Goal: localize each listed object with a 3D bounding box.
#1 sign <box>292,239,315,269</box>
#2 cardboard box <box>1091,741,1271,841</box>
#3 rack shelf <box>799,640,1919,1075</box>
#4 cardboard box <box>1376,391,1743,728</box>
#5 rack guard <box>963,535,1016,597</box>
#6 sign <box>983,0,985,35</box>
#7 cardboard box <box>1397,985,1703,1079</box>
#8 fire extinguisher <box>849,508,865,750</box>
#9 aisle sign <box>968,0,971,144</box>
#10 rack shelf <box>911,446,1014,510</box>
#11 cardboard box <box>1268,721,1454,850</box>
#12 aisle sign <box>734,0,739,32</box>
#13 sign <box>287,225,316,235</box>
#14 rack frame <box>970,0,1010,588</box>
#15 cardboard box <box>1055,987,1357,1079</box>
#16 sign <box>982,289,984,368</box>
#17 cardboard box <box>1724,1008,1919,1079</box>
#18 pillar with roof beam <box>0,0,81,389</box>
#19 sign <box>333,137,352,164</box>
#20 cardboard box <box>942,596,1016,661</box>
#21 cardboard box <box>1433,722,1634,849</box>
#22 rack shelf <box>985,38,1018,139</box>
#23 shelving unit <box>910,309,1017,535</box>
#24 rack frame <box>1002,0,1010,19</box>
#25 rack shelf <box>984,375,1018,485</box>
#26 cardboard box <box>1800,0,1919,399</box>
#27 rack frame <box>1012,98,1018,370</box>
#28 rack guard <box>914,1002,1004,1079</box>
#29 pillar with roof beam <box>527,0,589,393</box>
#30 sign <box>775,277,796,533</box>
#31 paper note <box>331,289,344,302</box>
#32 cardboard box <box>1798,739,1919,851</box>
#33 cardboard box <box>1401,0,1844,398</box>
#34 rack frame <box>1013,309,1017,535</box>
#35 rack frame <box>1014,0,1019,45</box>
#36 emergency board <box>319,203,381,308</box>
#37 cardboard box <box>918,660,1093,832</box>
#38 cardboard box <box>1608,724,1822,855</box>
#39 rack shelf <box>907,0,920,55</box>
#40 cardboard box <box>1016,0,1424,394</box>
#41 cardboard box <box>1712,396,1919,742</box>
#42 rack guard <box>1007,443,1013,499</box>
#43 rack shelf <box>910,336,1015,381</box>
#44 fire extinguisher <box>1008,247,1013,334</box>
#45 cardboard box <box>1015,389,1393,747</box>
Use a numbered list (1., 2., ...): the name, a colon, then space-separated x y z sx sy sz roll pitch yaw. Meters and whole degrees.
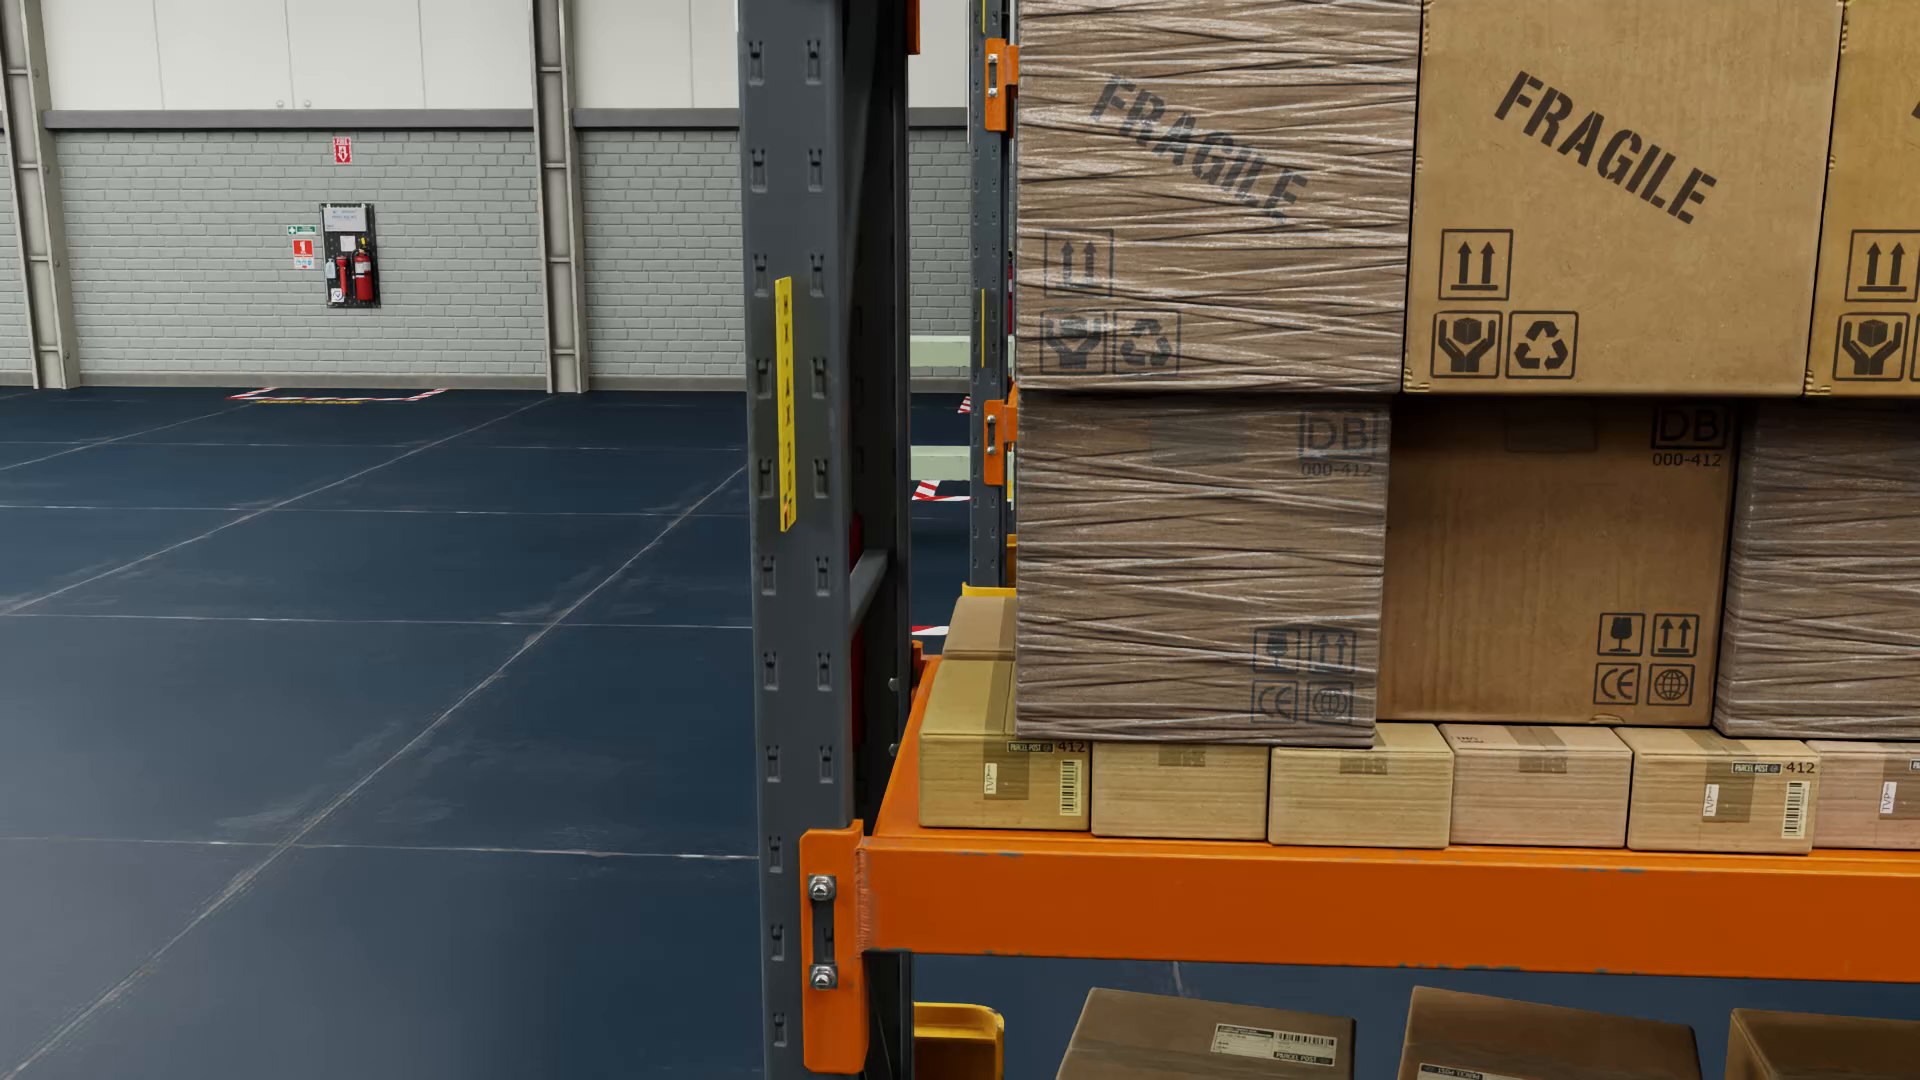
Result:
1. sign: -7.437 -3.238 18.836 0.234 0.329 0.001 1 12 4
2. cardboard box: 0.325 0.317 2.539 0.250 0.149 0.380 1 12 4
3. rack shelf: 1.804 0.514 2.743 4.000 0.370 1.077 1 12 4
4. cardboard box: 0.862 -0.065 2.781 0.500 0.500 0.875 1 12 4
5. rack guard: 0.218 0.337 7.934 0.348 0.500 1.175 1 12 4
6. sign: 0.098 -2.238 6.792 0.005 0.325 0.100 1 12 4
7. cardboard box: 1.029 1.165 2.950 0.500 0.500 0.500 4 12 19
8. fire extinguisher: -0.275 0.076 3.265 0.183 0.674 0.296 1 12 4
9. aisle sign: 0.048 -2.091 7.090 0.004 0.787 0.394 1 12 4
10. rack shelf: -0.007 -0.415 10.682 0.720 0.370 0.431 1 12 4
11. cardboard box: 0.574 0.324 2.508 0.250 0.149 0.380 1 12 4
12. aisle sign: -0.273 -1.078 2.245 0.004 0.787 0.394 1 12 4
13. sign: -7.433 -3.496 18.773 0.331 0.109 0.001 1 12 4
14. rack frame: 0.140 -0.878 7.637 0.127 3.000 1.000 1 12 4
15. cardboard box: 0.430 1.164 2.956 0.500 0.500 0.500 3 12 14
16. sign: 0.098 -0.901 7.072 0.005 0.325 0.100 1 12 4
17. cardboard box: 1.653 1.178 2.891 0.500 0.500 0.500 2 12 9
18. pillar with roof beam: -10.703 -5.290 14.078 0.400 9.000 9.100 1 12 4
19. sign: -6.893 -4.347 18.564 0.199 0.298 0.001 1 12 4
20. cardboard box: 0.107 0.219 3.009 0.250 0.149 0.380 1 12 4
21. cardboard box: 0.824 0.323 2.512 0.250 0.149 0.380 1 12 4
22. rack shelf: 2.135 -1.966 7.273 4.000 0.370 1.077 1 12 4
23. shelving unit: -0.007 -0.734 10.615 0.755 1.500 0.431 1 12 4
24. rack frame: 0.140 -3.814 7.023 0.127 3.000 1.000 1 12 4
25. rack shelf: 2.135 -0.498 7.580 4.000 0.370 1.077 1 12 4
26. cardboard box: 1.336 -0.472 2.284 0.500 0.500 0.500 1 12 4
27. rack frame: 0.474 -1.889 12.475 0.127 3.000 1.000 1 12 4
28. rack guard: -0.116 1.359 3.051 0.348 0.500 1.175 1 12 4
29. pillar with roof beam: -4.717 -5.208 13.686 0.400 9.000 9.100 1 12 4
30. sign: -0.228 -0.179 2.181 0.005 0.325 0.100 1 12 4
31. paper note: -7.064 -2.778 18.872 0.142 0.148 0.016 1 12 4
32. cardboard box: 1.325 0.326 2.499 0.250 0.149 0.380 1 12 4
33. cardboard box: 0.838 -0.478 2.315 0.500 0.500 0.500 1 12 4
34. rack frame: 0.359 -0.729 10.591 0.023 1.500 0.400 1 12 4
35. rack frame: 0.474 -4.826 11.860 0.127 3.000 1.000 1 12 4
36. emergency board: -6.892 -3.192 18.703 0.643 1.169 0.194 1 12 4
37. cardboard box: 0.077 0.310 2.574 0.250 0.149 0.380 1 12 4
38. cardboard box: 1.073 0.328 2.489 0.250 0.149 0.380 1 12 4
39. rack shelf: 1.804 -0.954 2.436 4.000 0.370 1.077 1 12 4
40. cardboard box: 0.339 -0.486 2.355 0.500 0.500 0.500 1 12 4
41. cardboard box: 1.358 -0.049 2.706 0.500 0.500 0.875 1 12 4
42. rack guard: 0.450 -0.666 12.732 0.348 0.500 1.175 1 12 4
43. rack shelf: -0.007 -1.116 10.535 0.720 0.370 0.431 1 12 4
44. fire extinguisher: 0.387 -1.948 12.944 0.183 0.674 0.296 1 12 4
45. cardboard box: 0.355 -0.047 2.697 0.500 0.500 0.875 1 12 4
